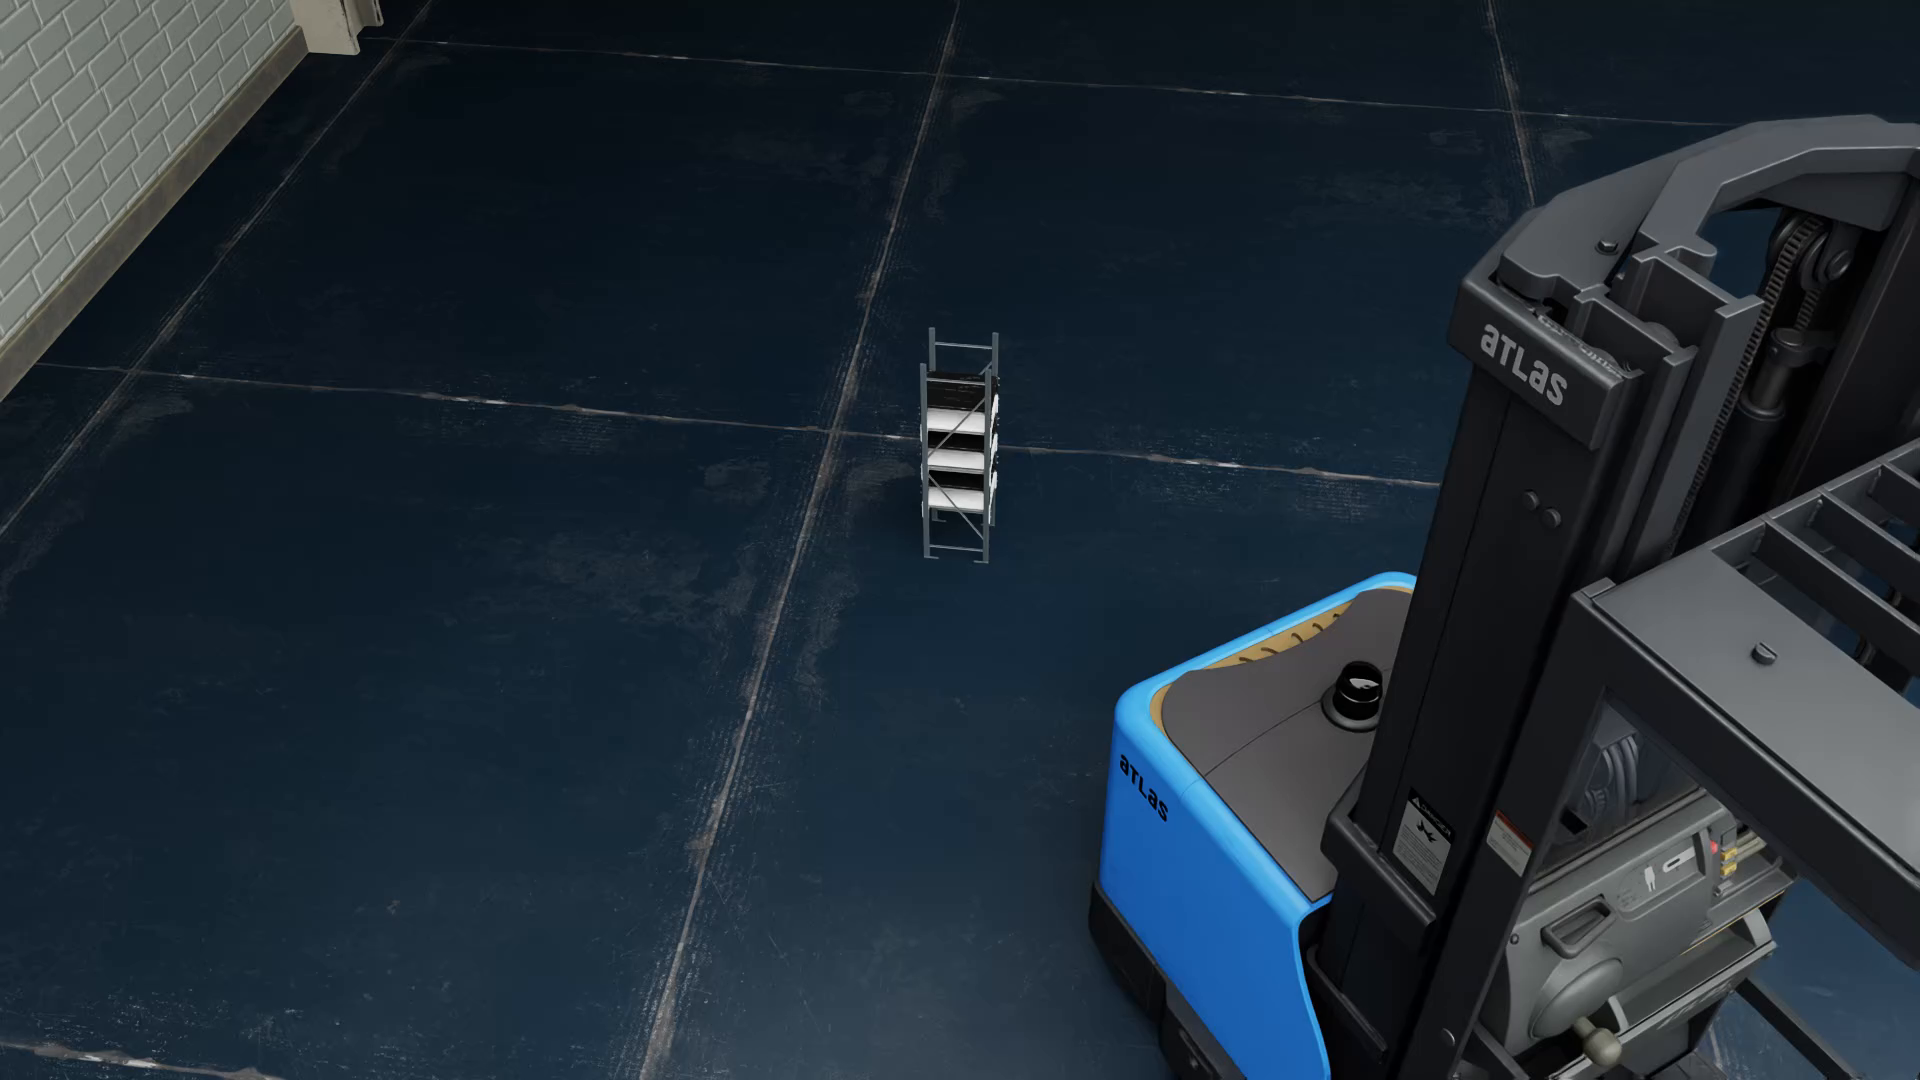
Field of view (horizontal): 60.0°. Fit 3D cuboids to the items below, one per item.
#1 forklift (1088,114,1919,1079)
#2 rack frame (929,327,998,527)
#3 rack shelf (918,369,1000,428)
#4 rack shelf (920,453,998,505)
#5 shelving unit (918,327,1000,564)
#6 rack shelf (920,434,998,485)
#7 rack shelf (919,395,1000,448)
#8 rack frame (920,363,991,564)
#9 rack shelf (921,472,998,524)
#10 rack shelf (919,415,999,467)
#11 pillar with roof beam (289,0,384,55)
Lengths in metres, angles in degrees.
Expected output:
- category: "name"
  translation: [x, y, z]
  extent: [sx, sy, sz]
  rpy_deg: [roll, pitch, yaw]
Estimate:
- category: "forklift"
  translation: [1.556, 0.823, 3.249]
  extent: [1.130, 2.935, 3.031]
  rpy_deg: [-22, 48, -21]
- category: "rack frame"
  translation: [0.012, -0.391, 6.008]
  extent: [0.240, 0.900, 0.006]
  rpy_deg: [5, 44, 6]
- category: "rack shelf"
  translation: [-0.001, -0.493, 5.772]
  extent: [0.258, 0.077, 0.200]
  rpy_deg: [5, 44, 6]
- category: "rack shelf"
  translation: [-0.001, -0.232, 6.020]
  extent: [0.258, 0.077, 0.200]
  rpy_deg: [5, 44, 6]
- category: "shelving unit"
  translation: [-0.001, -0.321, 5.935]
  extent: [0.258, 0.900, 0.210]
  rpy_deg: [5, 44, 6]
- category: "rack shelf"
  translation: [-0.001, -0.297, 5.958]
  extent: [0.258, 0.077, 0.200]
  rpy_deg: [5, 44, 6]
- category: "rack shelf"
  translation: [-0.001, -0.428, 5.834]
  extent: [0.258, 0.077, 0.200]
  rpy_deg: [5, 44, 6]
- category: "rack frame"
  translation: [-0.015, -0.252, 5.862]
  extent: [0.240, 0.900, 0.006]
  rpy_deg: [5, 44, 6]
- category: "rack shelf"
  translation: [-0.001, -0.166, 6.081]
  extent: [0.258, 0.077, 0.200]
  rpy_deg: [5, 44, 6]
- category: "rack shelf"
  translation: [-0.001, -0.362, 5.896]
  extent: [0.258, 0.077, 0.200]
  rpy_deg: [5, 44, 6]
- category: "pillar with roof beam"
  translation: [0.863, -5.659, 5.682]
  extent: [9.100, 9.000, 0.400]
  rpy_deg: [5, 44, 6]
